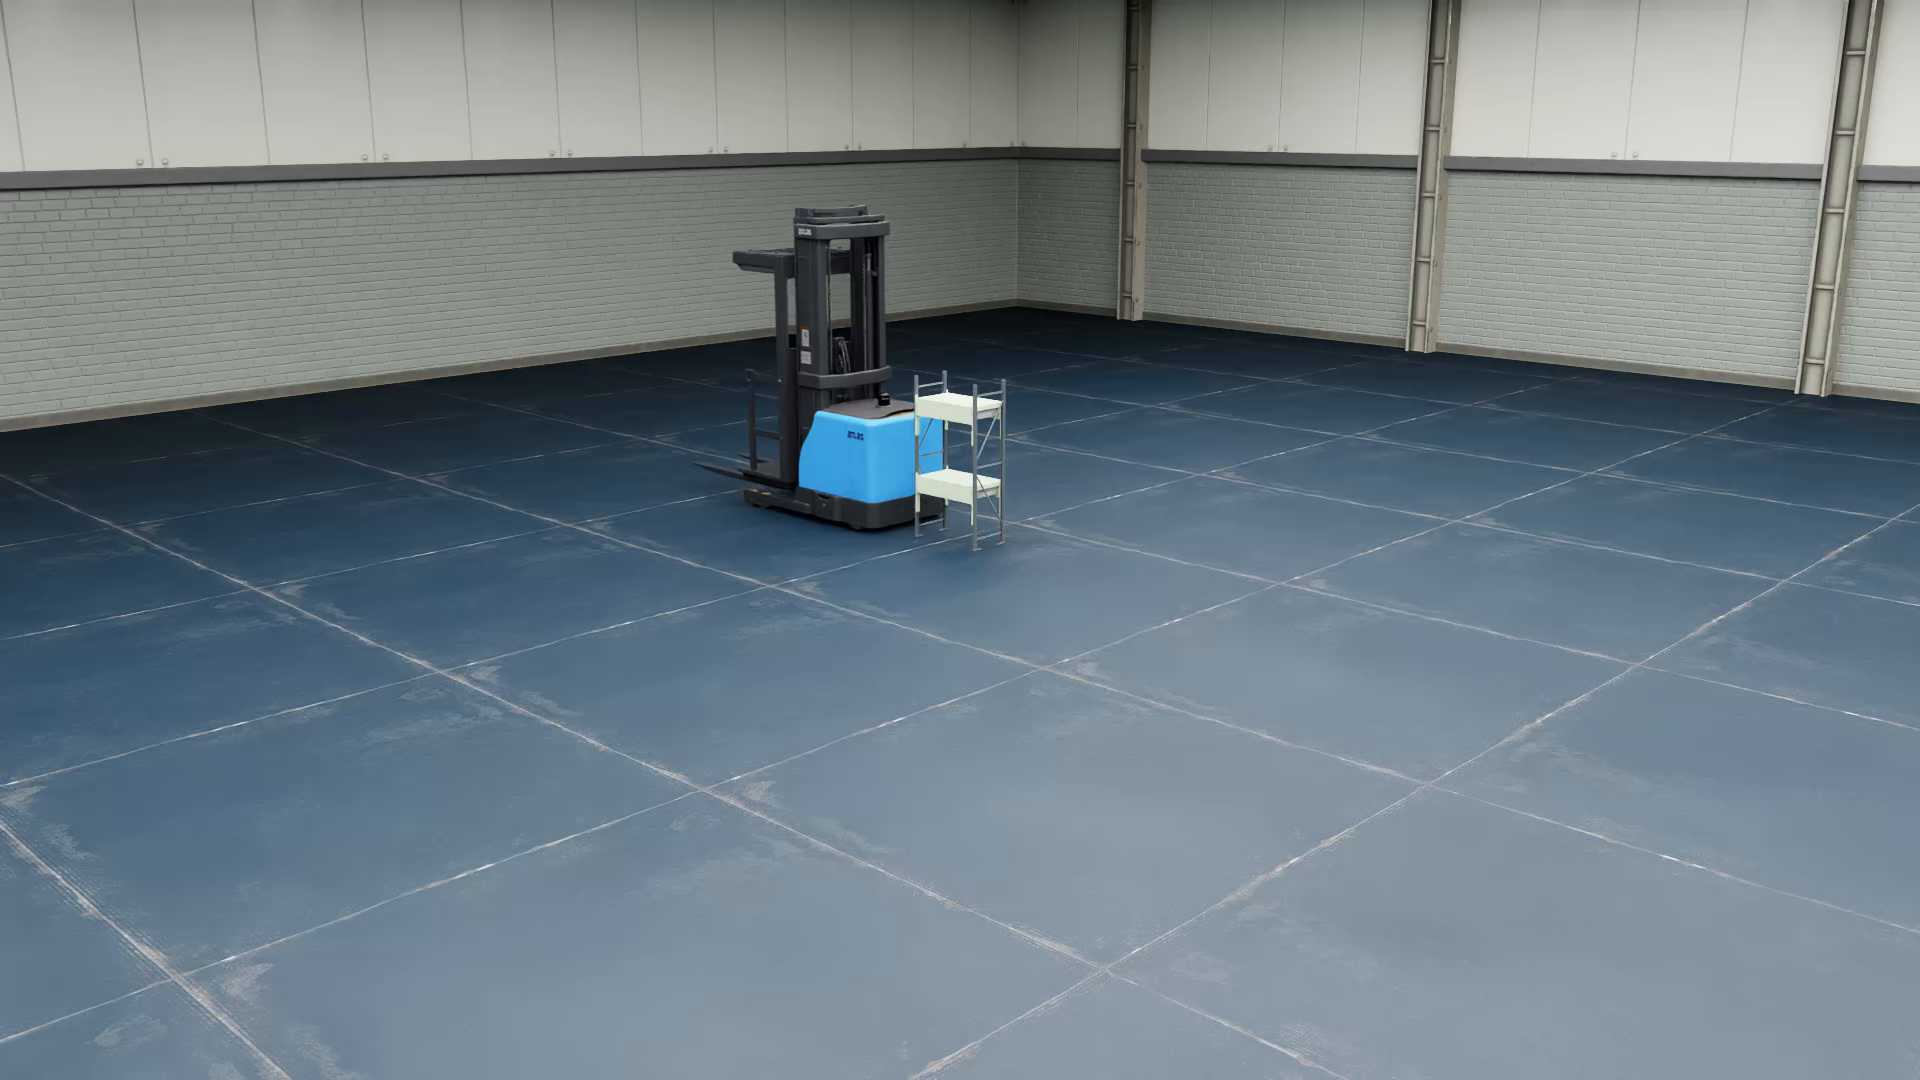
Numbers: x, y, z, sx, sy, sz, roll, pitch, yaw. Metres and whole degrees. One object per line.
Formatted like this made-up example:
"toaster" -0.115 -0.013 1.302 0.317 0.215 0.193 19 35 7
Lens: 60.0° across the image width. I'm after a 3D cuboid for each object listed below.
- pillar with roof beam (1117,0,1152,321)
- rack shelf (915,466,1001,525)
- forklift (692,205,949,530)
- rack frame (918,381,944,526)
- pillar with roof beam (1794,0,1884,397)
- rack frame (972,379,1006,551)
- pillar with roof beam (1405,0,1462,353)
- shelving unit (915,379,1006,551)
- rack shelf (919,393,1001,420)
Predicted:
"pillar with roof beam" 0.190 -7.702 26.962 0.400 9.000 9.100 14 20 42
"rack shelf" -0.005 -0.411 15.148 0.720 0.370 0.431 14 20 42
"forklift" -1.509 -1.806 16.370 3.031 2.935 1.130 14 20 43
"rack frame" -0.269 -0.791 15.310 0.010 1.308 0.380 14 20 42
"pillar with roof beam" 8.828 -5.602 18.902 0.400 9.000 9.100 14 20 42
"rack frame" 0.259 -0.663 14.820 0.023 1.500 0.400 14 20 42
"pillar with roof beam" 4.509 -6.652 22.932 0.400 9.000 9.100 14 20 42
"shelving unit" -0.002 -0.726 15.063 0.748 1.500 0.431 14 20 42
"rack shelf" -0.005 -1.199 14.942 0.686 0.124 0.368 14 20 42
